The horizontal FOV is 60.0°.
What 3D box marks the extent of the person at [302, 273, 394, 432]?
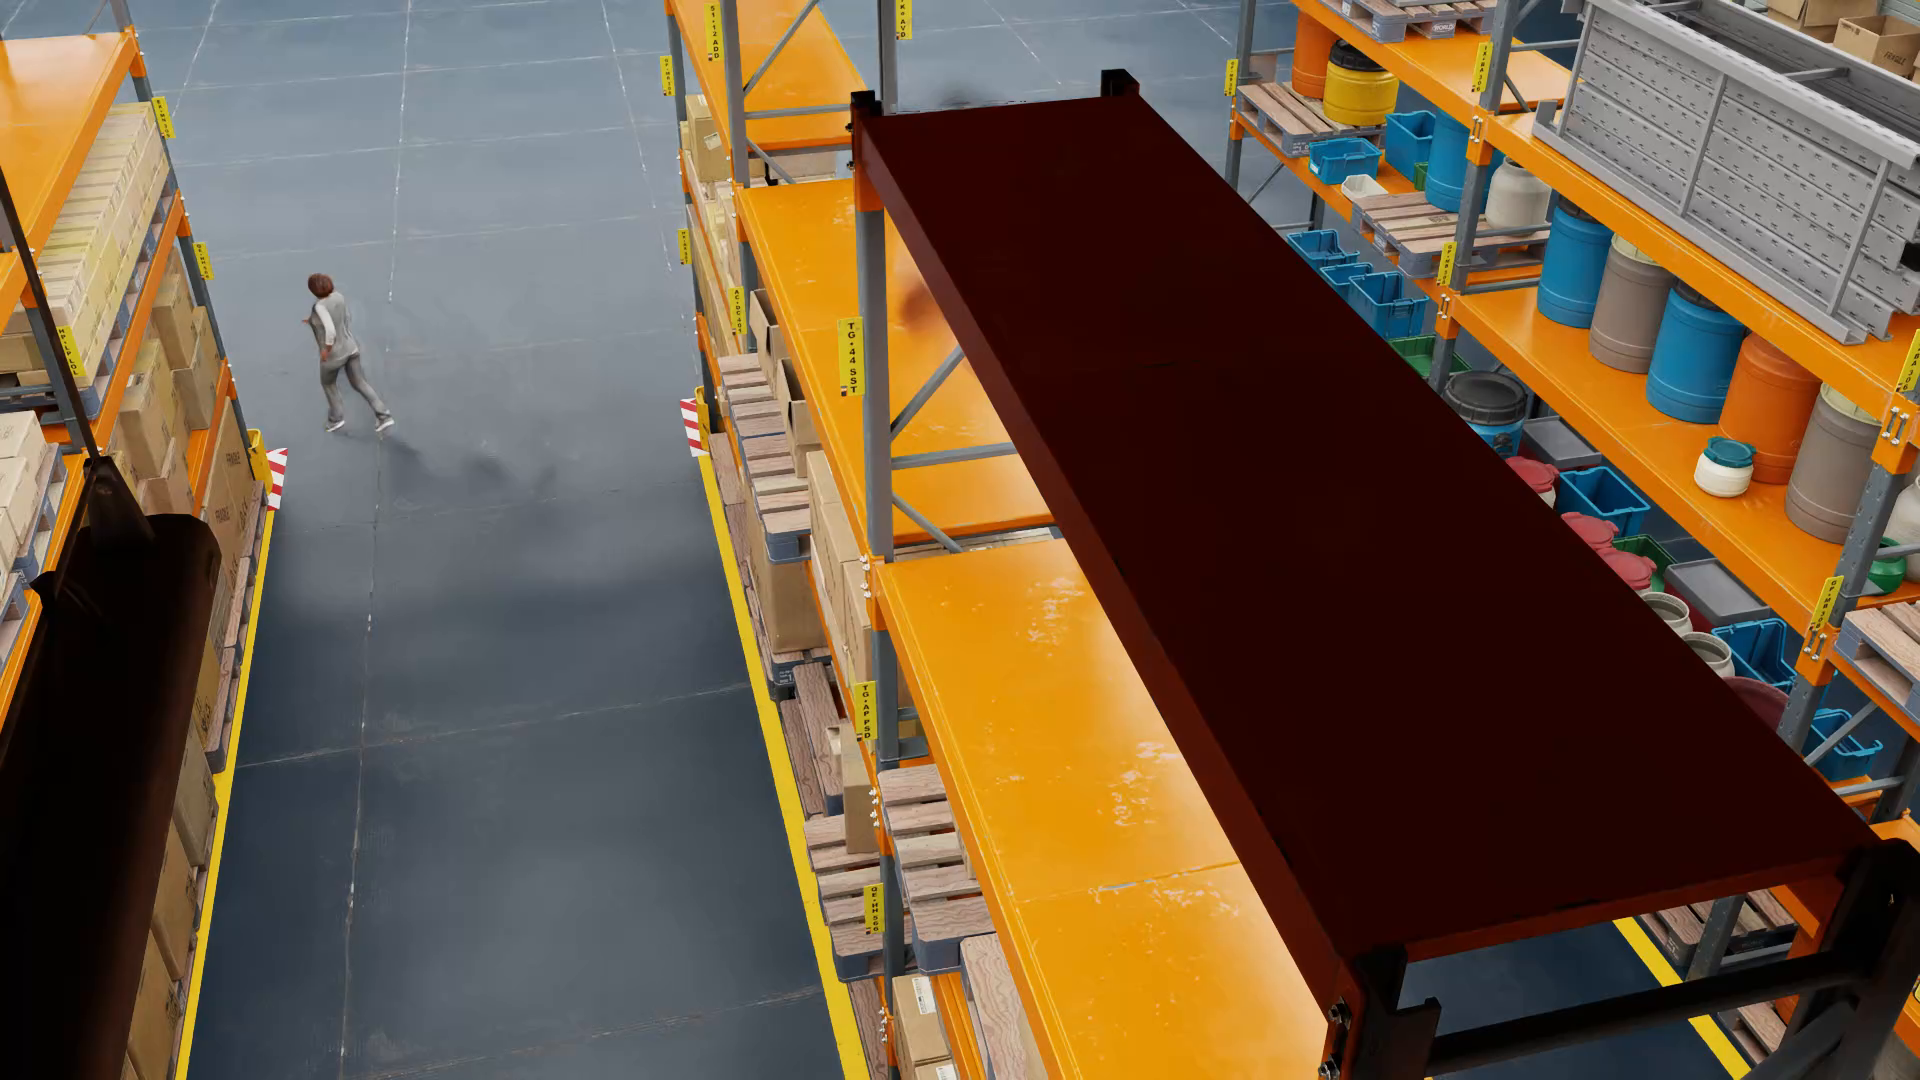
[{"bbox_3d":[-5.585,-1.650,15.076,0.807,1.641,0.532,14,37,20],"label":"person"}]
